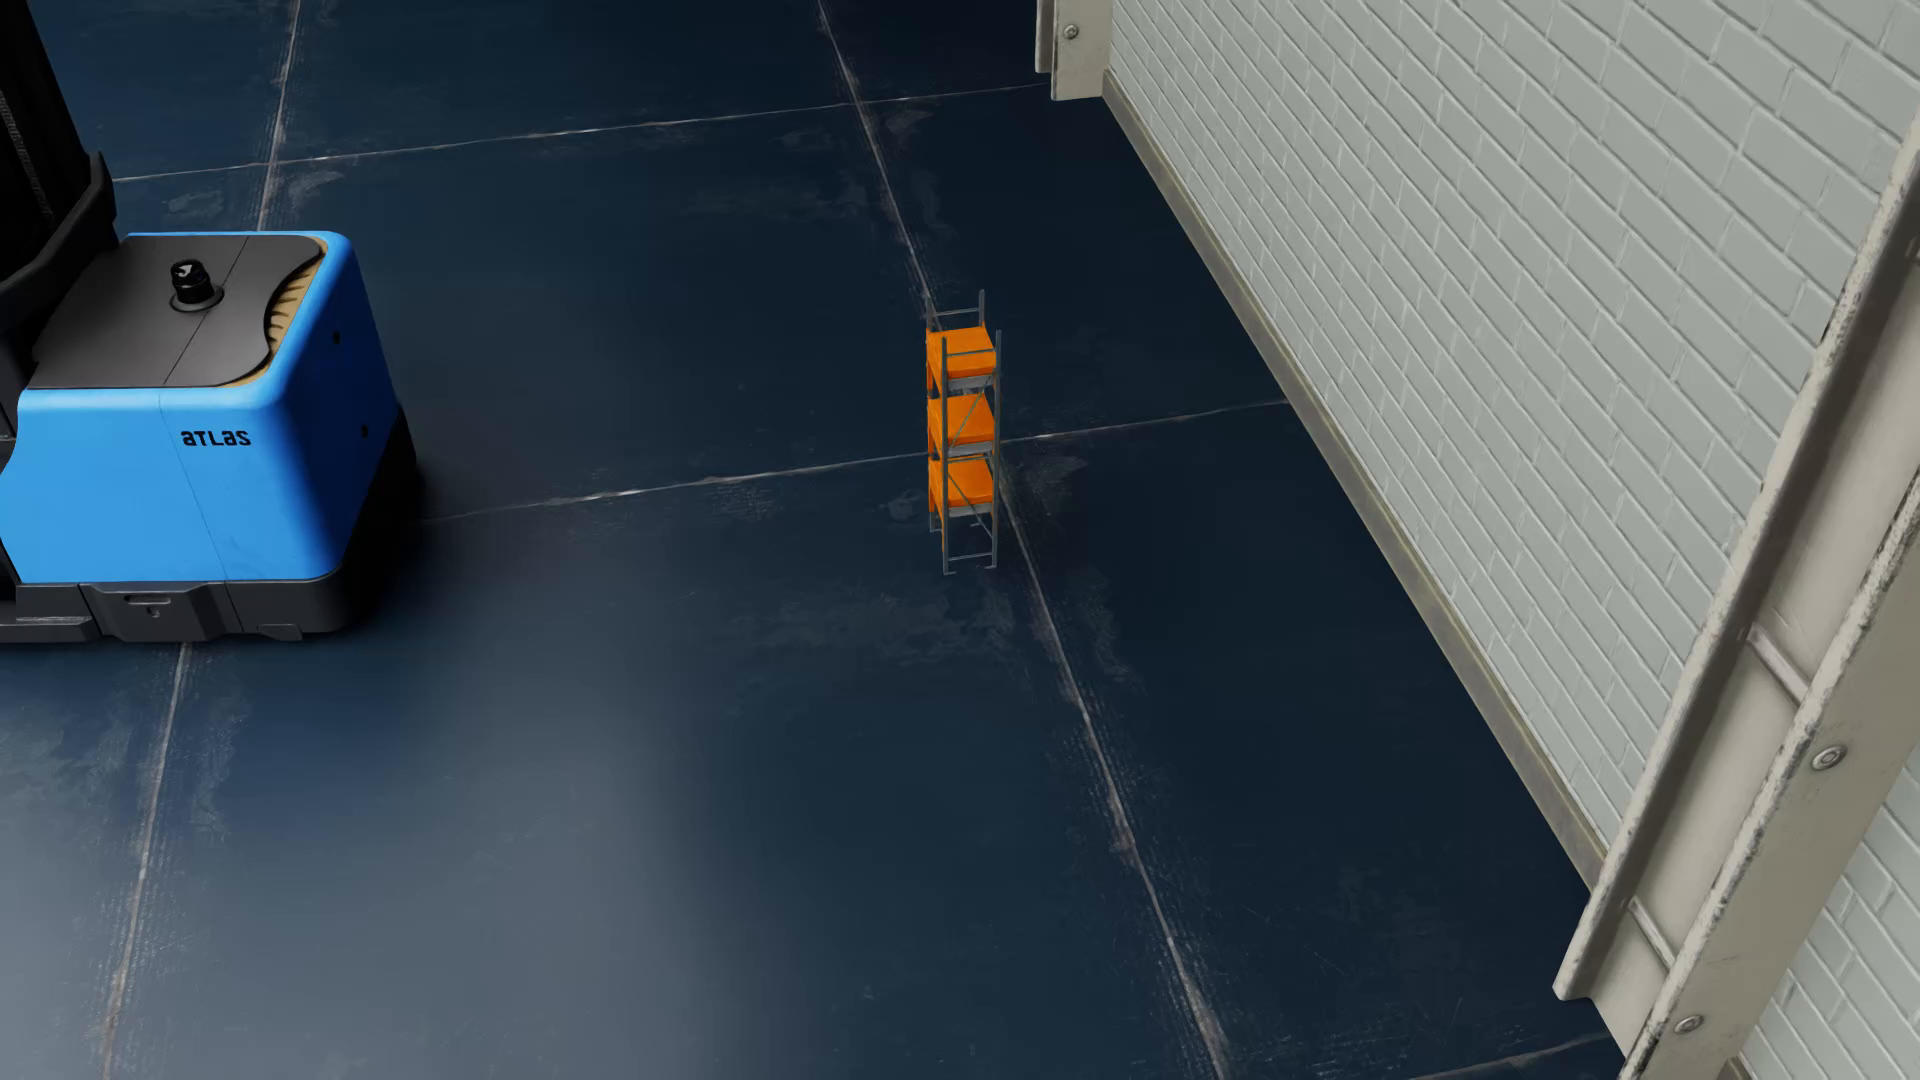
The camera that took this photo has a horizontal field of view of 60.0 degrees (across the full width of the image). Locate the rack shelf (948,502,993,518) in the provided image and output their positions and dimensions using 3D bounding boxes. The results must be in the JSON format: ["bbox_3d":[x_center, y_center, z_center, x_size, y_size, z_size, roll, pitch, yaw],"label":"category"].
[{"bbox_3d":[0.012,-0.180,6.021,0.166,0.050,0.221,-8,42,-9],"label":"rack shelf"}]

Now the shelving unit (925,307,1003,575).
[{"bbox_3d":[0.012,-0.357,5.862,0.215,1.050,0.249,-8,42,-9],"label":"shelving unit"}]

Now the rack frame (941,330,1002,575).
[{"bbox_3d":[0.038,-0.279,5.773,0.200,1.050,0.008,-8,42,-9],"label":"rack frame"}]

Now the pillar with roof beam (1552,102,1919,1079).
[{"bbox_3d":[-2.303,-1.358,1.002,9.100,9.000,0.400,-8,42,-9],"label":"pillar with roof beam"}]

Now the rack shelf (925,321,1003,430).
[{"bbox_3d":[0.012,-0.562,5.681,0.215,0.259,0.240,-8,42,-9],"label":"rack shelf"}]

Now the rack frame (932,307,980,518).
[{"bbox_3d":[-0.015,-0.437,5.951,0.190,0.915,0.003,-8,42,-9],"label":"rack frame"}]

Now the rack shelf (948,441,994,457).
[{"bbox_3d":[0.012,-0.387,5.836,0.166,0.050,0.221,-8,42,-9],"label":"rack shelf"}]
